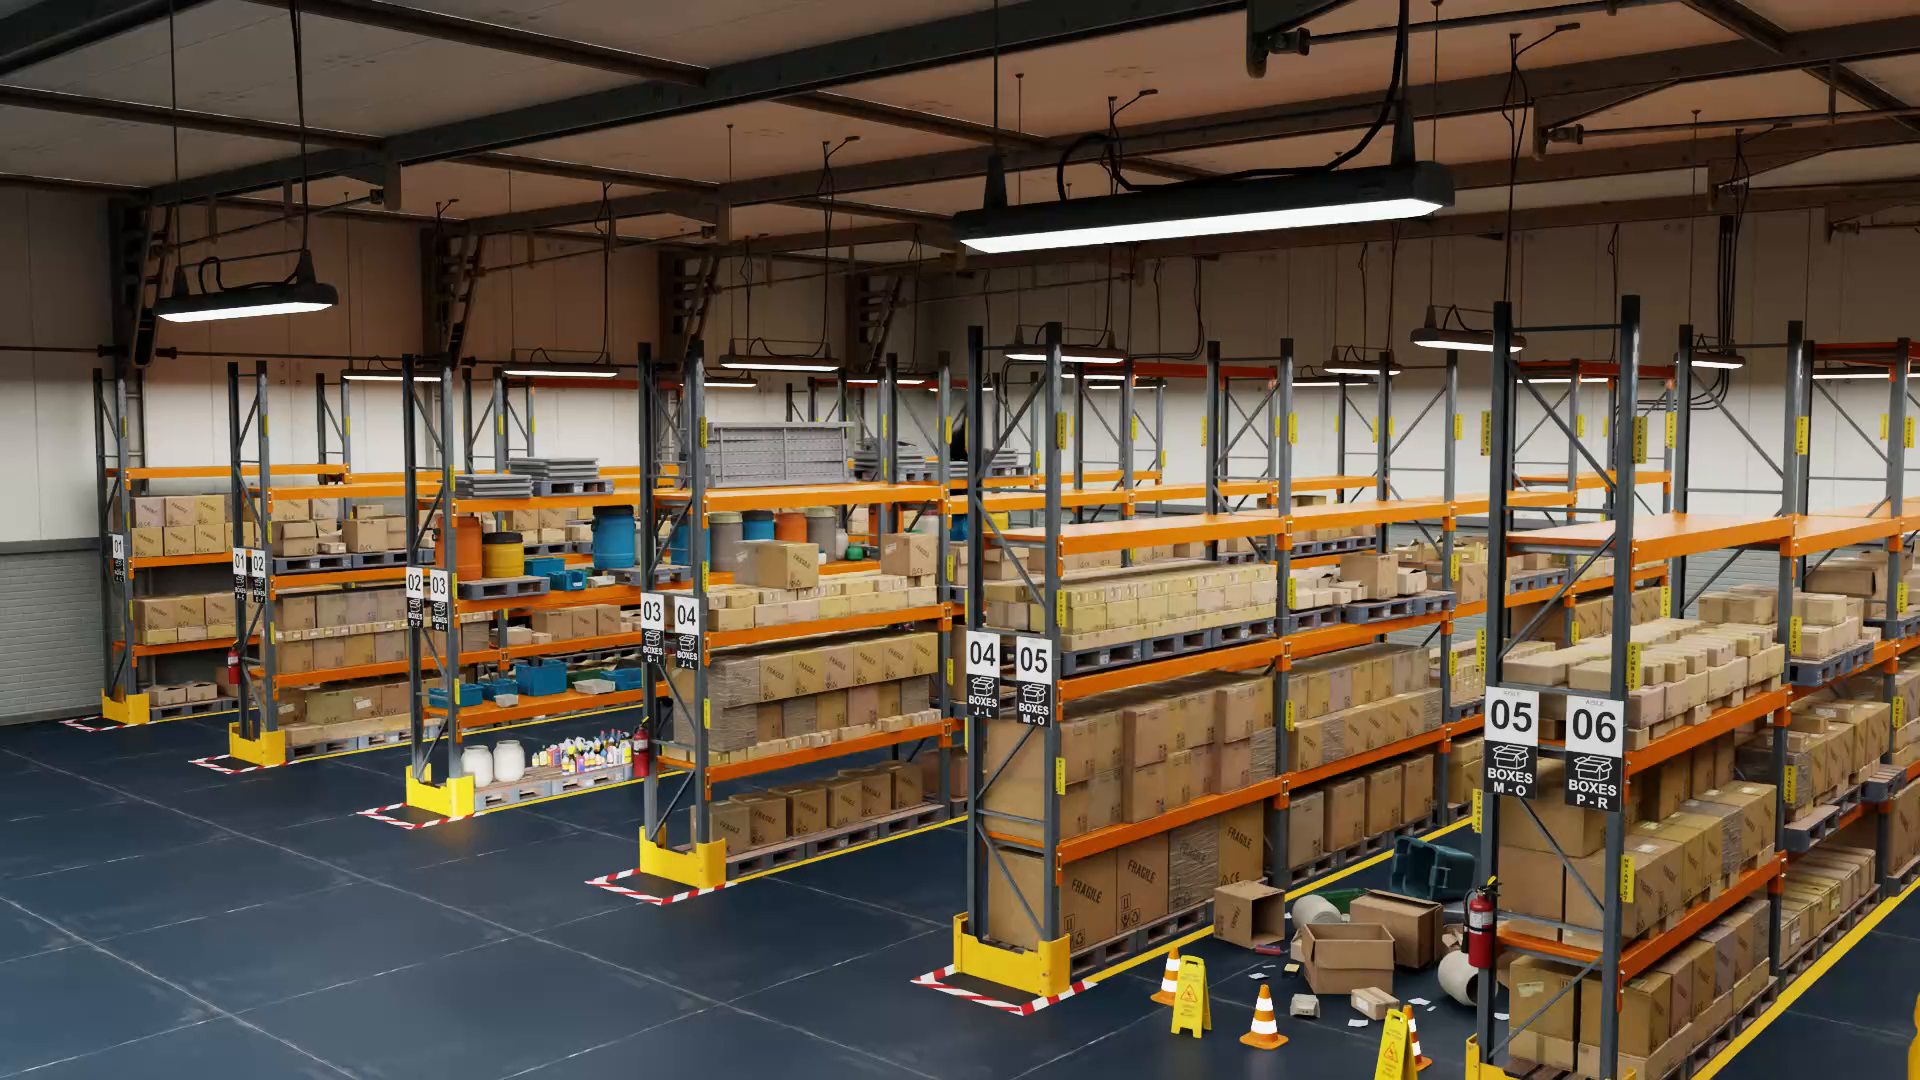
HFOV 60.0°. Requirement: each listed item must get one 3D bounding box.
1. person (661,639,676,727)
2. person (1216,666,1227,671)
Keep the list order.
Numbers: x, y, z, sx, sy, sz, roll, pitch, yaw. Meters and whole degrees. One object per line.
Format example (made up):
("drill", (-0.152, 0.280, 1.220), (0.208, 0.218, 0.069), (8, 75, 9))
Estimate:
("person", (-4.768, 2.327, 27.712), (0.615, 1.596, 0.551), (2, 5, 27))
("person", (3.723, 2.547, 23.763), (0.701, 1.732, 0.694), (4, 6, 43))
